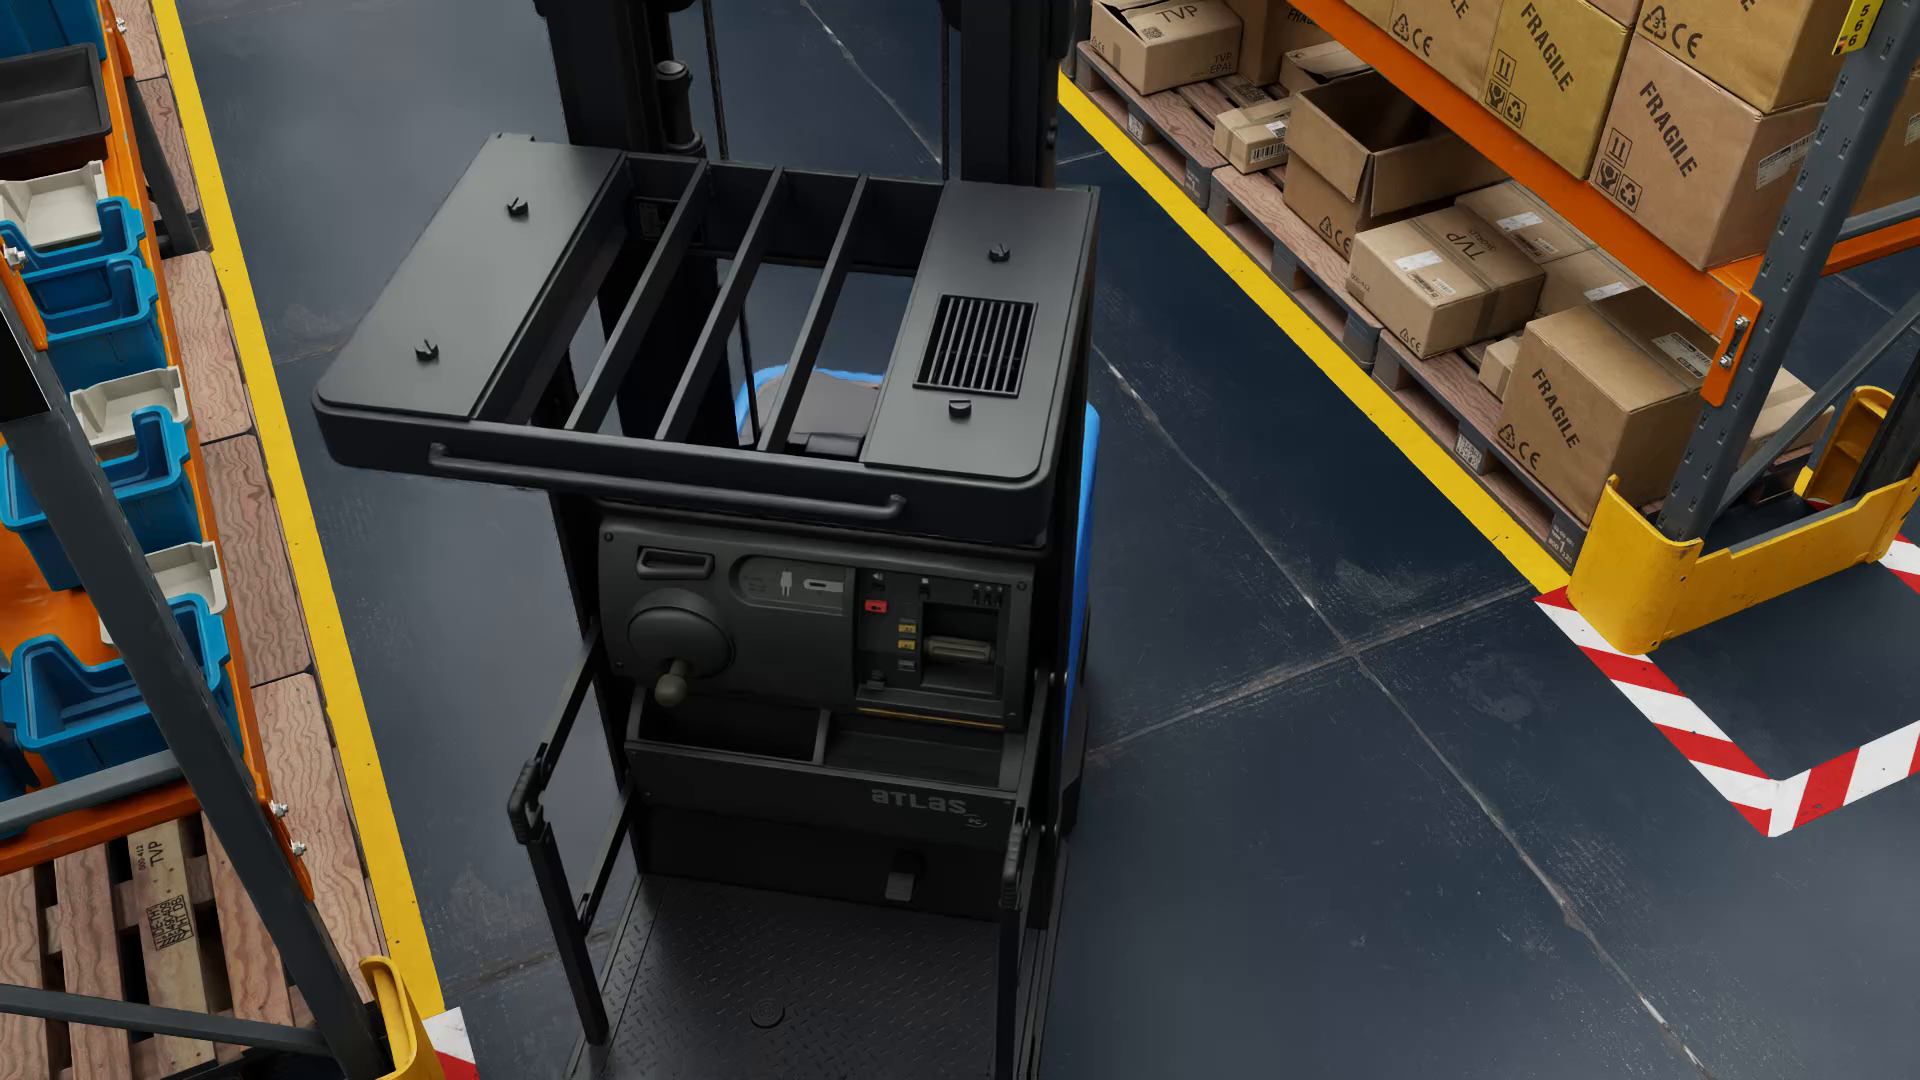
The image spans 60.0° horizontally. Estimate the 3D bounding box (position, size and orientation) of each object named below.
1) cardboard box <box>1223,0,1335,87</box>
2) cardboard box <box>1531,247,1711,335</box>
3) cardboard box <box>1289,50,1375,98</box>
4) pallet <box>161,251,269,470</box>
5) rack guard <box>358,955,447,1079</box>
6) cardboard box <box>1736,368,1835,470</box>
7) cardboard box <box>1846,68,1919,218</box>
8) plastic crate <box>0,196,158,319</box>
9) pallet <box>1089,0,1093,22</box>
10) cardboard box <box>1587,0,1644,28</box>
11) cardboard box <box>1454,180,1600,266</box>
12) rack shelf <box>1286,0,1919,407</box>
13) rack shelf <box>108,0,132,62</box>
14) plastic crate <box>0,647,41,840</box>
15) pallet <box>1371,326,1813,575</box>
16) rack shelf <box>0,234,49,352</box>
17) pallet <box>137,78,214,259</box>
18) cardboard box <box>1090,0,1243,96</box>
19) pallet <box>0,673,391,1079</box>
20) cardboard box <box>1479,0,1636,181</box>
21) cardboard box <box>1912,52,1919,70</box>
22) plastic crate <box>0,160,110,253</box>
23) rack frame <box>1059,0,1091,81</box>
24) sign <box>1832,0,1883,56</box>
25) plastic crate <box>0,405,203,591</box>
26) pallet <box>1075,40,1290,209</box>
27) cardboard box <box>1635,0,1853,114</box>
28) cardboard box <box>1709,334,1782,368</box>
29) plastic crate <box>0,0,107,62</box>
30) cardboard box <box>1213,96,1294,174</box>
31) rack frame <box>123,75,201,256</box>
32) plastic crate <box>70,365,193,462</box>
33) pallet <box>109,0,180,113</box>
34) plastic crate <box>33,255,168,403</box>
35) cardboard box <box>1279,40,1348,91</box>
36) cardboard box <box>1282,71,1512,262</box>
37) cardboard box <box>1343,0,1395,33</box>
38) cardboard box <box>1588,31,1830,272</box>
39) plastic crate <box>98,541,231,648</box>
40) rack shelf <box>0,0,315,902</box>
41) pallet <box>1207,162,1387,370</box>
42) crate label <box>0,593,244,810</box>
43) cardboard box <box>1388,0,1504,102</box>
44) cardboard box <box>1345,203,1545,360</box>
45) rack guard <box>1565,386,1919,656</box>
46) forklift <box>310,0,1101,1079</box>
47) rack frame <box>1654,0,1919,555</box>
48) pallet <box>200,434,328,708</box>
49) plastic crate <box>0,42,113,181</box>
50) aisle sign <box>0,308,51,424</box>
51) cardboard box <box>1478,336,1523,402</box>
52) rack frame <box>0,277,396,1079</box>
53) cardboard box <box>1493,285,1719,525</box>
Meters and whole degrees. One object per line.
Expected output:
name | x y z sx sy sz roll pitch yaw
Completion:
cardboard box | 1.453 -2.449 7.563 0.500 0.500 0.500 -18 47 -17
cardboard box | 2.456 -0.839 6.109 0.500 0.250 0.500 -18 47 -17
cardboard box | 1.768 -1.904 7.145 0.500 0.311 0.500 -18 47 -17
pallet | -3.195 -0.551 6.159 1.003 0.211 1.213 -18 47 -17
rack guard | -1.836 1.449 3.925 1.175 0.500 0.348 -18 47 -17
cardboard box | 2.774 -0.423 5.759 0.380 0.149 0.250 -18 47 -17
cardboard box | 2.691 -1.309 4.870 0.500 0.500 0.500 -17 47 -17
plastic crate | -2.343 -0.699 4.399 0.416 0.233 0.300 -18 47 -17
pallet | 0.580 -2.976 8.616 1.003 0.211 1.213 -18 47 -17
cardboard box | 1.988 -1.828 4.684 0.500 0.500 0.500 -17 47 -16
cardboard box | 2.246 -1.158 6.432 0.500 0.250 0.500 -18 47 -17
rack shelf | 1.797 -1.931 6.084 1.077 0.370 4.000 -18 47 -17
rack shelf | -4.381 -3.020 7.187 1.077 0.370 4.000 -18 47 -17
plastic crate | -2.168 0.356 3.186 0.616 0.435 0.499 -18 47 -17
pallet | 2.270 -0.476 6.082 1.003 0.211 1.213 -18 47 -17
rack shelf | -2.699 -1.538 3.550 1.077 0.370 4.000 -18 47 -17
pallet | -3.826 -1.513 7.133 1.003 0.211 1.213 -18 47 -17
cardboard box | 0.936 -2.330 7.577 0.500 0.311 0.500 -18 47 -17
pallet | -2.169 1.004 4.583 1.003 0.211 1.213 -18 47 -17
cardboard box | 1.981 -1.483 5.046 0.500 0.500 0.500 -18 47 -17
cardboard box | 2.691 -1.665 4.518 0.500 0.500 0.500 -17 47 -16
plastic crate | -2.535 -0.908 4.679 0.293 0.136 0.466 -18 47 -17
rack frame | 0.956 -3.462 7.123 1.000 3.000 0.127 -18 47 -17
sign | 2.126 -1.286 3.868 0.100 0.325 0.005 -18 47 -17
plastic crate | -1.940 -0.088 3.780 0.416 0.233 0.300 -18 47 -17
pallet | 1.244 -2.031 7.658 1.003 0.211 1.213 -18 47 -17
cardboard box | 2.201 -1.506 4.358 0.500 0.500 0.500 -18 48 -18
cardboard box | 2.668 -0.588 5.915 0.380 0.166 0.250 -18 47 -17
plastic crate | -3.034 -1.820 5.428 0.392 0.384 0.575 -18 47 -17
cardboard box | 1.309 -1.730 7.072 0.380 0.166 0.250 -18 47 -17
rack frame | -3.540 -2.001 5.642 1.000 3.000 0.127 -18 47 -17
plastic crate | -2.008 -0.295 4.059 0.250 0.136 0.298 -18 47 -17
pallet | -4.343 -2.291 7.922 1.003 0.211 1.213 -18 47 -17
plastic crate | -2.217 -0.507 4.205 0.416 0.233 0.300 -18 47 -17
cardboard box | 1.665 -2.103 7.462 0.380 0.149 0.250 -18 47 -17
cardboard box | 1.751 -1.534 6.633 0.797 0.503 0.637 -18 47 -17
cardboard box | 1.565 -2.123 5.695 0.500 0.500 0.500 -19 48 -18
cardboard box | 2.203 -1.153 4.712 0.500 0.500 0.500 -17 47 -16
plastic crate | -1.723 0.137 3.621 0.250 0.136 0.298 -18 47 -17
rack shelf | -2.699 -0.471 4.603 1.077 0.370 4.000 -18 47 -17
pallet | 1.761 -1.252 6.869 1.003 0.211 1.213 -18 47 -17
crate label | -1.663 0.332 3.355 0.416 0.233 0.303 -18 47 -17
cardboard box | 1.776 -1.802 5.370 0.500 0.500 0.500 -18 47 -17
cardboard box | 1.814 -0.978 6.250 0.500 0.250 0.500 -18 47 -17
rack guard | 2.606 -0.071 5.466 1.175 0.500 0.348 -18 47 -17
forklift | -0.344 0.283 3.376 1.130 2.935 3.031 7 45 7
rack frame | 2.638 -0.913 4.539 1.000 3.000 0.127 -18 47 -17
pallet | -2.679 0.227 5.369 1.003 0.211 1.213 -18 47 -17
plastic crate | -2.825 -1.291 5.075 0.437 0.125 0.590 -18 47 -17
aisle sign | -1.558 -0.419 2.188 0.394 0.787 0.004 -18 47 -17
cardboard box | 2.097 -0.619 5.946 0.380 0.166 0.250 -18 47 -17
rack frame | -1.861 0.549 3.058 0.949 2.616 0.053 -18 47 -17
cardboard box | 2.186 -0.453 5.540 0.500 0.500 0.500 -18 47 -17
